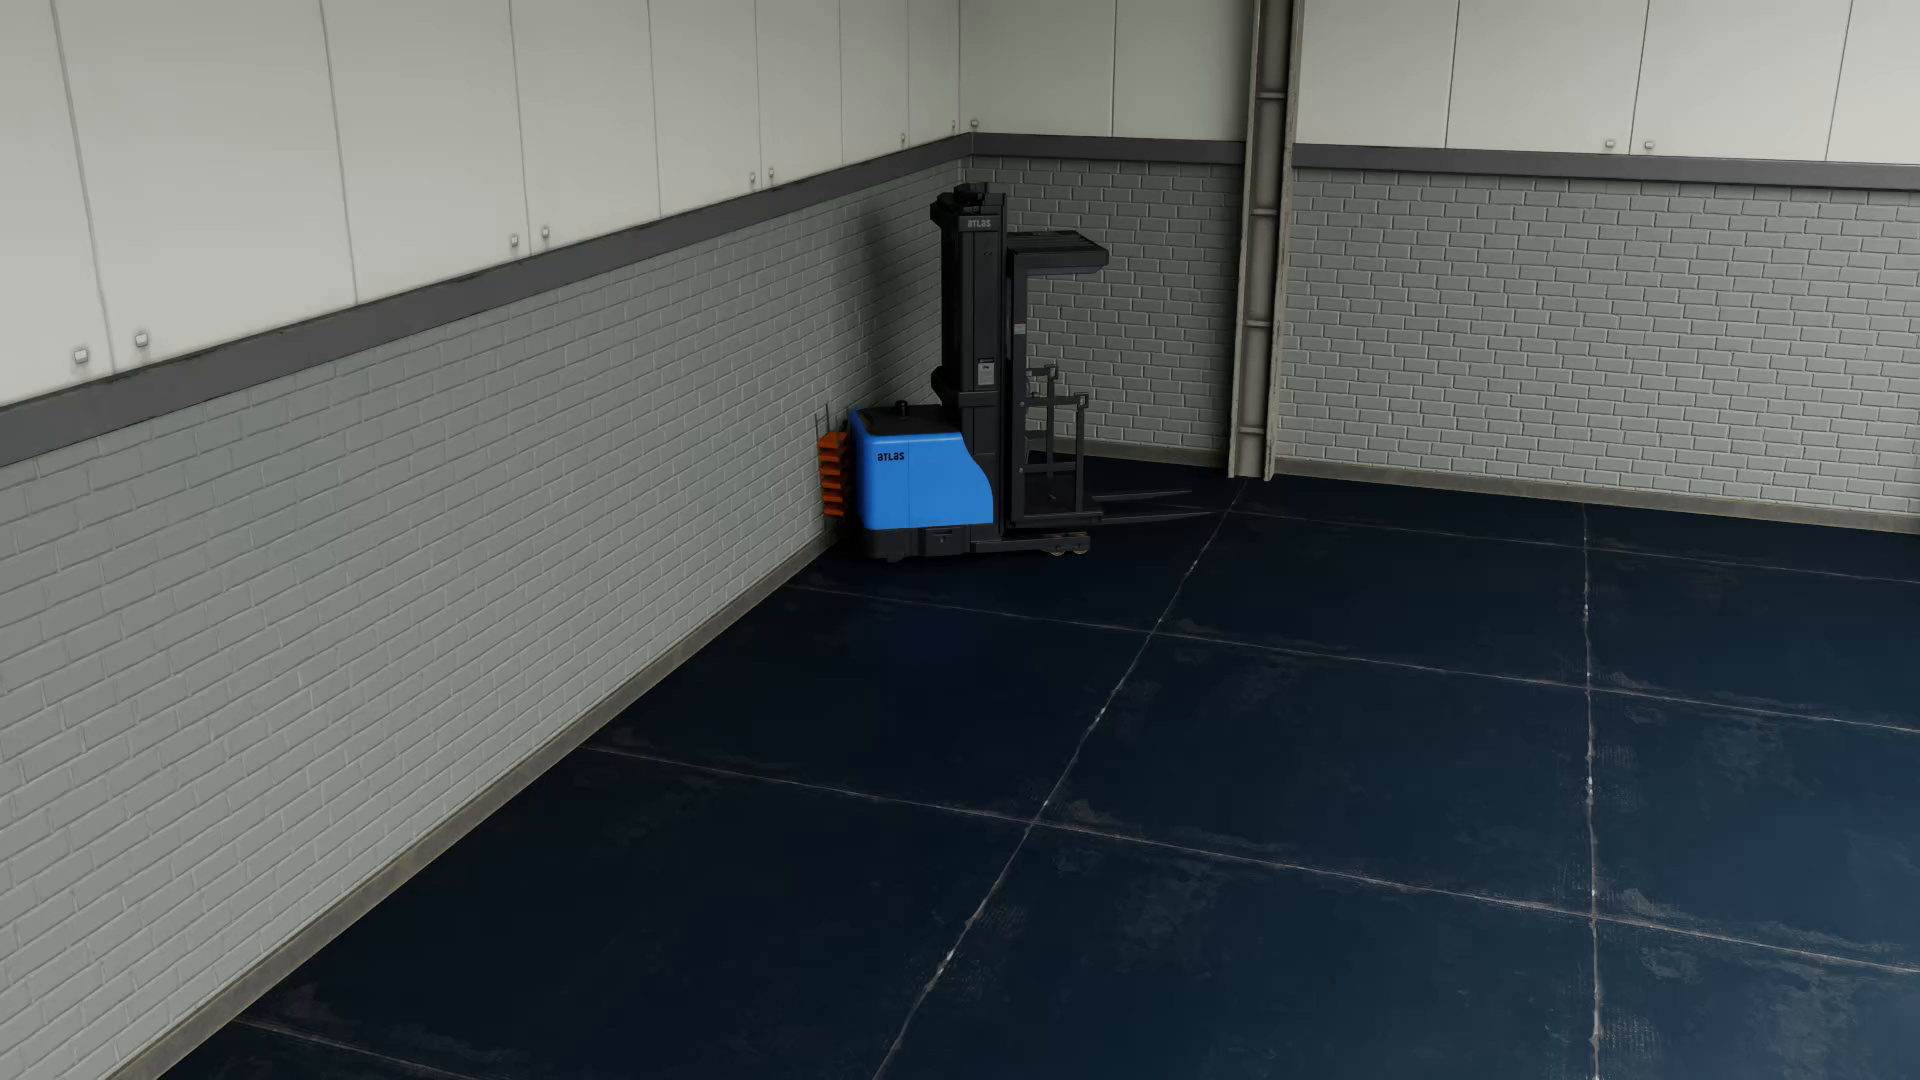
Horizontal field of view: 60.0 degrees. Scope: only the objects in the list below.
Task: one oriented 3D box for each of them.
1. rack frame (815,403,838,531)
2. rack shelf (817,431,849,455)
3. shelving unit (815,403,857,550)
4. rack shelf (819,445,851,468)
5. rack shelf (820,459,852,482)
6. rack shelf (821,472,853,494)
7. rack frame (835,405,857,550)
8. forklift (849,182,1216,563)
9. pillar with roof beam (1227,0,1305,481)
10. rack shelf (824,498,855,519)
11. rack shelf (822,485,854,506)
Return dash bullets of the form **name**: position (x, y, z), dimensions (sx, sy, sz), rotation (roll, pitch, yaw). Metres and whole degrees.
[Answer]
- **rack frame**: position (-1.097, -0.525, 13.741), dimensions (0.006, 1.200, 0.240), rotation (7, 27, 20)
- **rack shelf**: position (-1.027, -0.798, 13.574), dimensions (0.180, 0.103, 0.258), rotation (7, 27, 20)
- **shelving unit**: position (-1.012, -0.514, 13.710), dimensions (0.189, 1.200, 0.258), rotation (7, 27, 20)
- **rack shelf**: position (-1.021, -0.690, 13.626), dimensions (0.180, 0.103, 0.258), rotation (7, 27, 20)
- **rack shelf**: position (-1.015, -0.582, 13.678), dimensions (0.180, 0.103, 0.258), rotation (7, 27, 20)
- **rack shelf**: position (-1.010, -0.474, 13.730), dimensions (0.180, 0.103, 0.258), rotation (7, 27, 20)
- **rack frame**: position (-0.926, -0.504, 13.679), dimensions (0.006, 1.200, 0.240), rotation (7, 27, 20)
- **forklift**: position (0.617, -1.423, 13.707), dimensions (3.031, 2.935, 1.130), rotation (-4, 20, -10)
- **pillar with roof beam**: position (1.363, -3.534, 10.545), dimensions (0.400, 9.000, 9.100), rotation (7, 20, 18)
- **rack shelf**: position (-0.998, -0.258, 13.833), dimensions (0.180, 0.103, 0.258), rotation (7, 27, 20)
- **rack shelf**: position (-1.004, -0.366, 13.782), dimensions (0.180, 0.103, 0.258), rotation (7, 27, 20)
